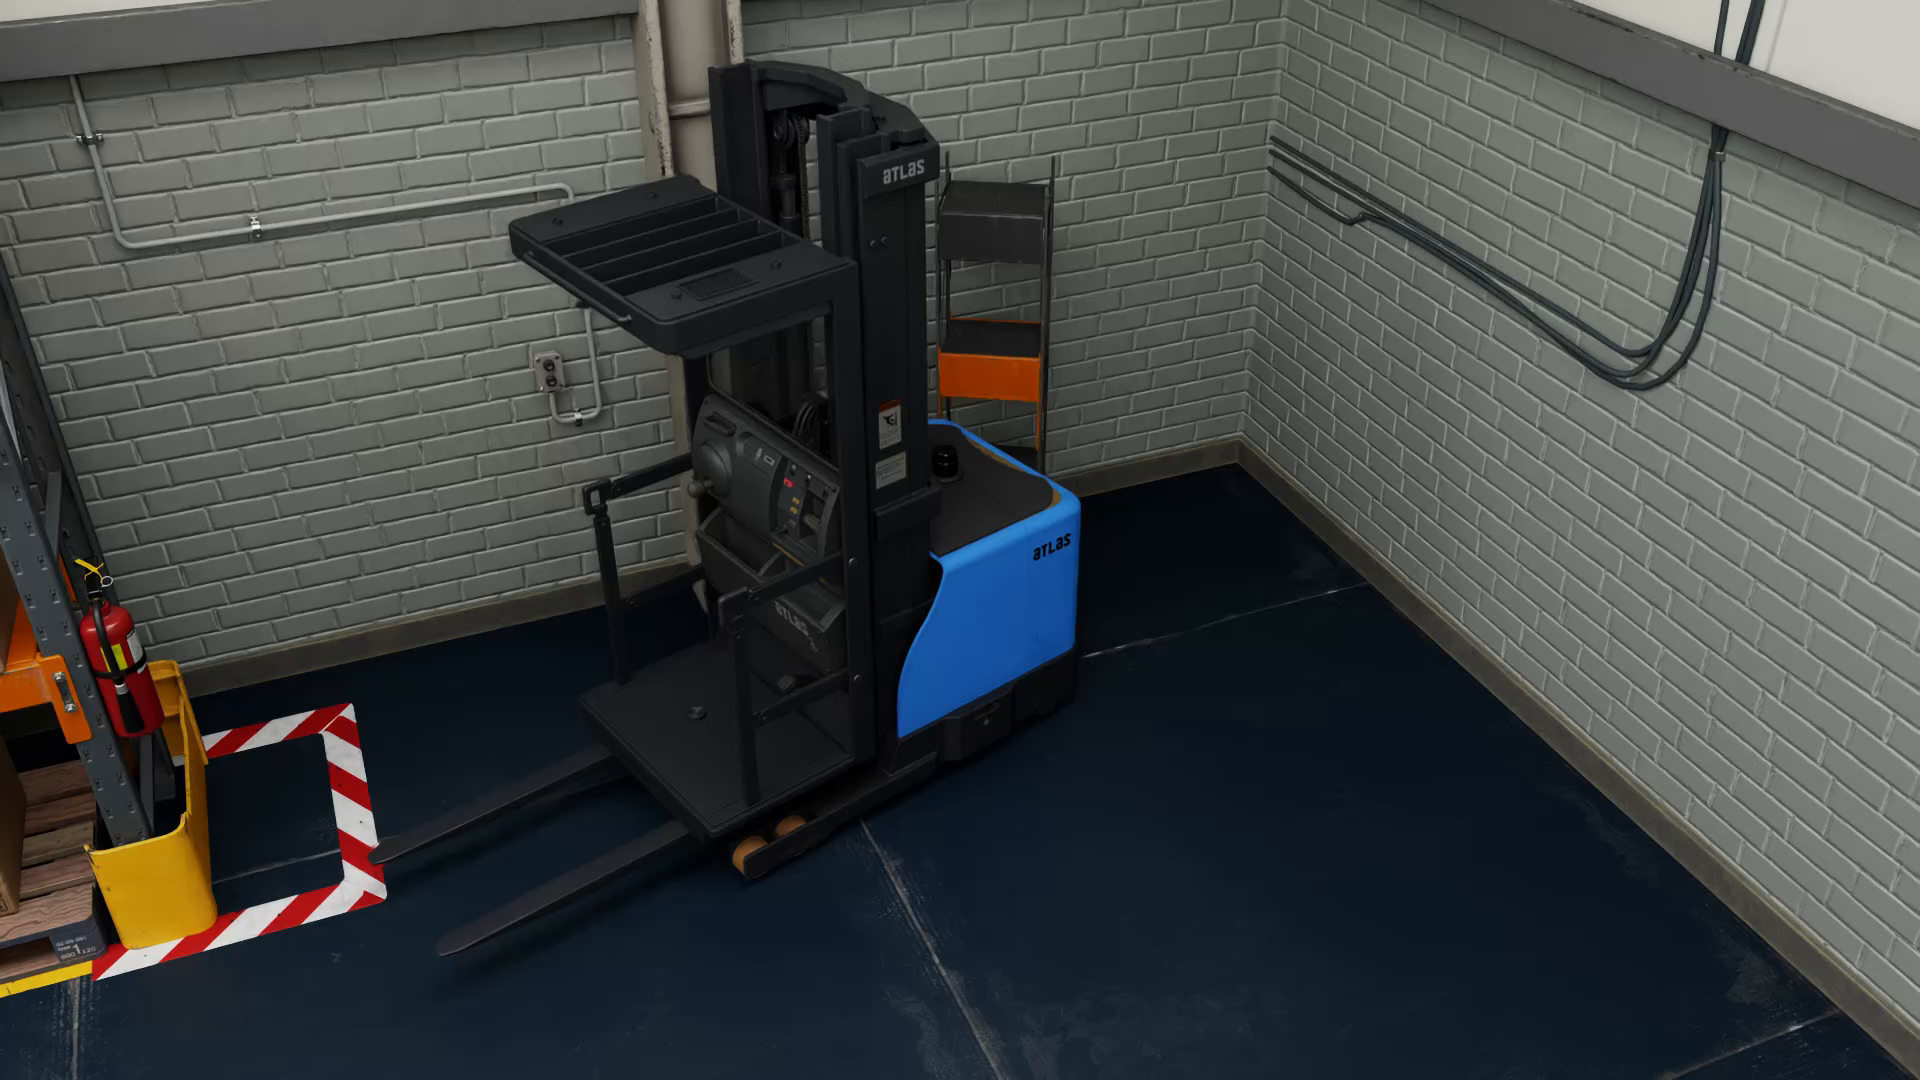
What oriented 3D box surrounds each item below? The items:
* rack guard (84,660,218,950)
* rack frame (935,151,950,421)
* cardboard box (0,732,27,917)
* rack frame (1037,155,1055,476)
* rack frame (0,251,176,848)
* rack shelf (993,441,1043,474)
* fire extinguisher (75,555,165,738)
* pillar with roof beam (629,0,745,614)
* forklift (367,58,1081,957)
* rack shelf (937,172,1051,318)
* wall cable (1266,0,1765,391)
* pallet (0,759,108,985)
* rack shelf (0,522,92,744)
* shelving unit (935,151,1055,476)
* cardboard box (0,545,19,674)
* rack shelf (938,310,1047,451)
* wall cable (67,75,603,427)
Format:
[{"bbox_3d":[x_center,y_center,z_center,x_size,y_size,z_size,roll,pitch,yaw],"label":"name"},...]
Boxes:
[{"bbox_3d":[-3.258,1.036,6.700,0.348,0.500,1.175,-13,35,-19],"label":"rack guard"},{"bbox_3d":[-0.080,-0.802,8.057,0.015,2.100,0.400,4,33,6],"label":"rack frame"},{"bbox_3d":[-3.887,1.063,6.273,0.500,0.500,0.700,-13,35,-19],"label":"cardboard box"},{"bbox_3d":[0.404,-0.769,8.007,0.015,2.100,0.400,4,33,6],"label":"rack frame"},{"bbox_3d":[-3.281,-0.007,6.010,0.127,3.000,1.000,-13,35,-19],"label":"rack frame"},{"bbox_3d":[0.162,-0.187,8.421,0.480,0.518,0.431,4,33,6],"label":"rack shelf"},{"bbox_3d":[-2.963,0.382,5.825,0.183,0.674,0.296,-13,35,-19],"label":"fire extinguisher"},{"bbox_3d":[0.541,-1.362,2.592,0.400,9.000,9.100,-13,35,-19],"label":"pillar with roof beam"},{"bbox_3d":[-0.926,-0.199,6.368,3.031,2.935,1.130,-24,40,-32],"label":"forklift"},{"bbox_3d":[0.162,-1.361,7.657,0.480,0.518,0.431,4,33,6],"label":"rack shelf"},{"bbox_3d":[2.073,-2.234,6.780,0.112,2.526,3.097,-13,35,-19],"label":"wall cable"},{"bbox_3d":[-3.988,1.370,6.451,1.213,0.211,1.003,-13,35,-19],"label":"pallet"},{"bbox_3d":[-5.125,0.717,5.557,4.000,0.370,1.077,-13,35,-19],"label":"rack shelf"},{"bbox_3d":[0.162,-0.785,8.032,0.503,2.100,0.431,4,33,6],"label":"shelving unit"},{"bbox_3d":[-3.747,-0.020,5.755,0.700,0.700,0.980,-11,35,-17],"label":"cardboard box"},{"bbox_3d":[0.162,-0.774,8.039,0.480,0.518,0.431,4,33,6],"label":"rack shelf"},{"bbox_3d":[-2.466,-1.179,6.880,1.851,1.984,0.084,-13,35,-19],"label":"wall cable"}]
